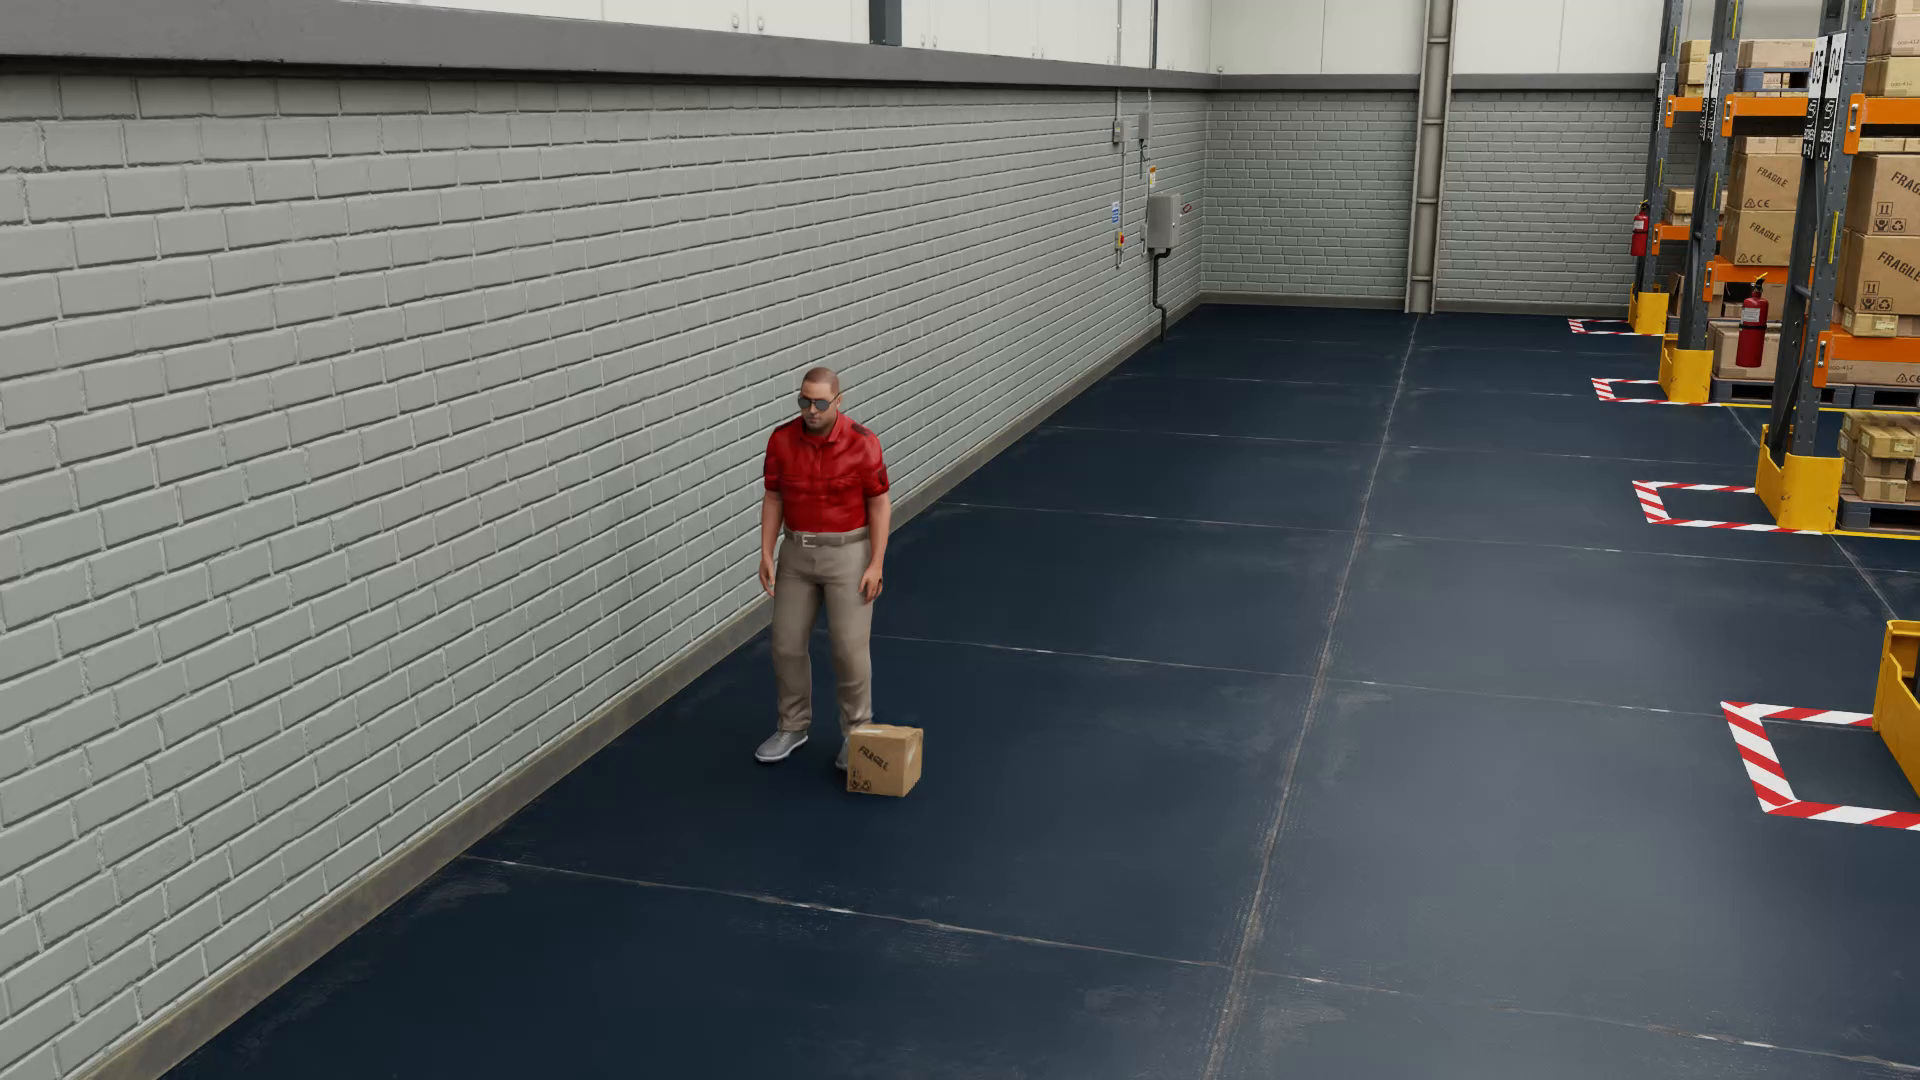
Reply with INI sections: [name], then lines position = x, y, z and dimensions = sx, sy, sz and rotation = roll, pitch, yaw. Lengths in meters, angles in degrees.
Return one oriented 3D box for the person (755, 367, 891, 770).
[person]
position = -0.586, 0.109, 7.132
dimensions = 0.576, 1.727, 0.390
rotation = 4, 15, 14
